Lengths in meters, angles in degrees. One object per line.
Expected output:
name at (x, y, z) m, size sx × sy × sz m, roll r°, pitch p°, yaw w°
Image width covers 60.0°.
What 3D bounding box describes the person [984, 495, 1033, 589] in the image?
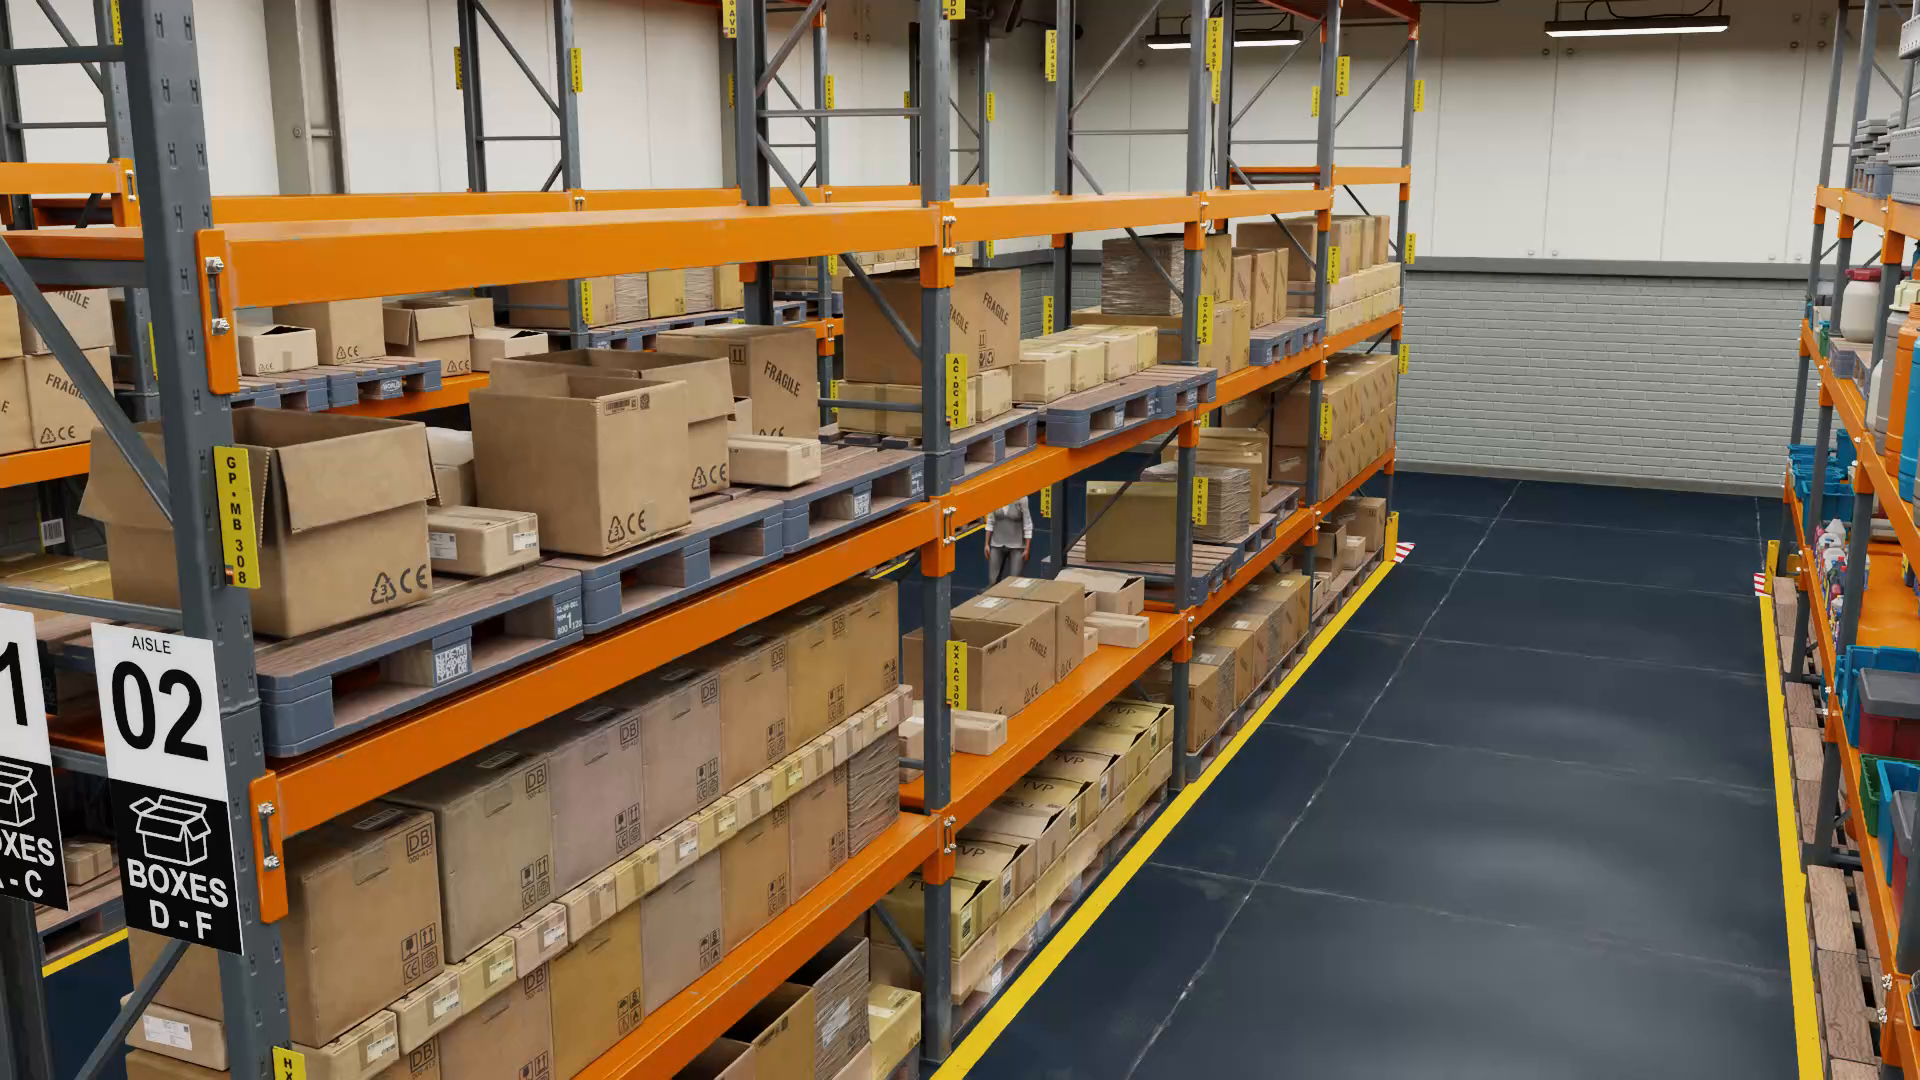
person at (0.446, 0.086, 15.610) m, size 0.476 × 1.592 × 0.348 m, roll 5°, pitch 13°, yaw 20°
